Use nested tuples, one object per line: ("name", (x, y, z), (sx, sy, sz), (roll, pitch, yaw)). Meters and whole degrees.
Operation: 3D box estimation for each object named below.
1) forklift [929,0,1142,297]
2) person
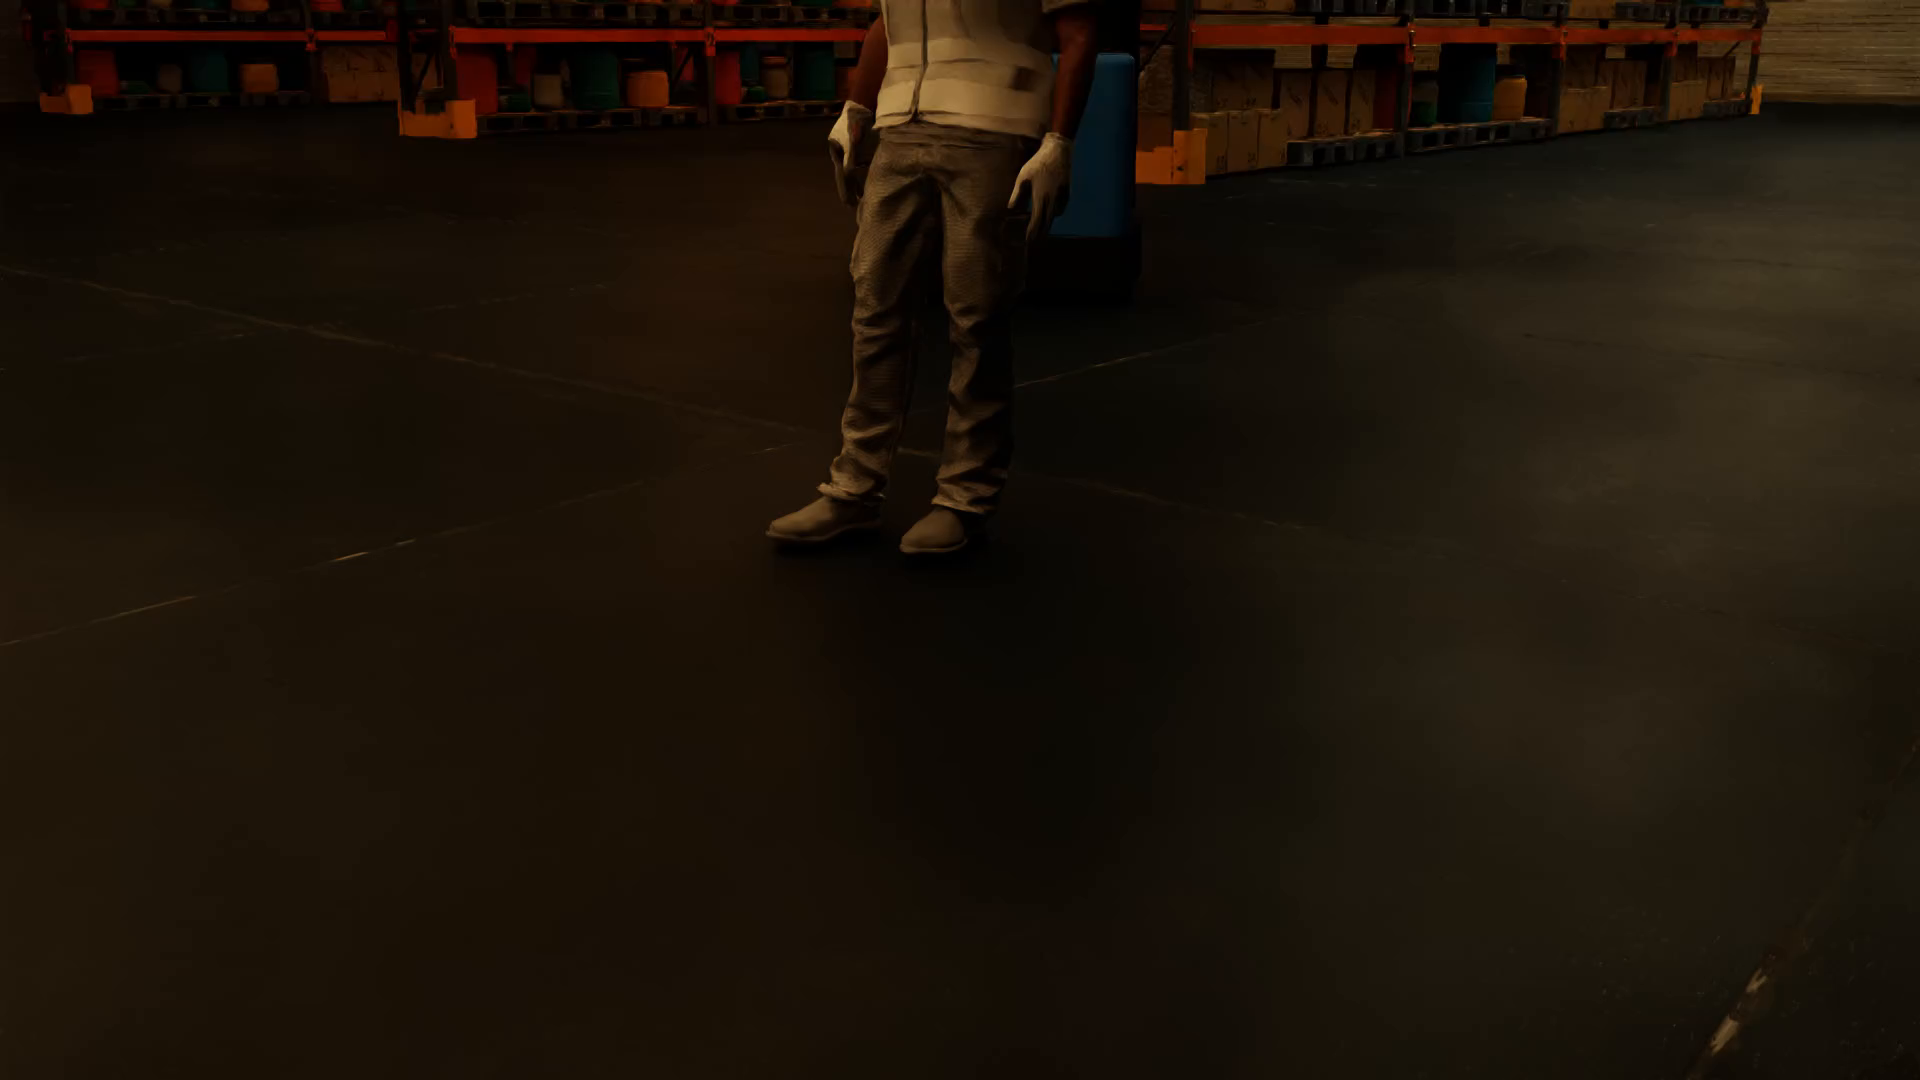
("forklift", (0.362, -2.865, 8.334), (1.130, 2.935, 3.031), (1, 17, 5))
("person", (-0.052, -0.845, 3.632), (0.655, 1.782, 0.576), (13, 21, 37))
